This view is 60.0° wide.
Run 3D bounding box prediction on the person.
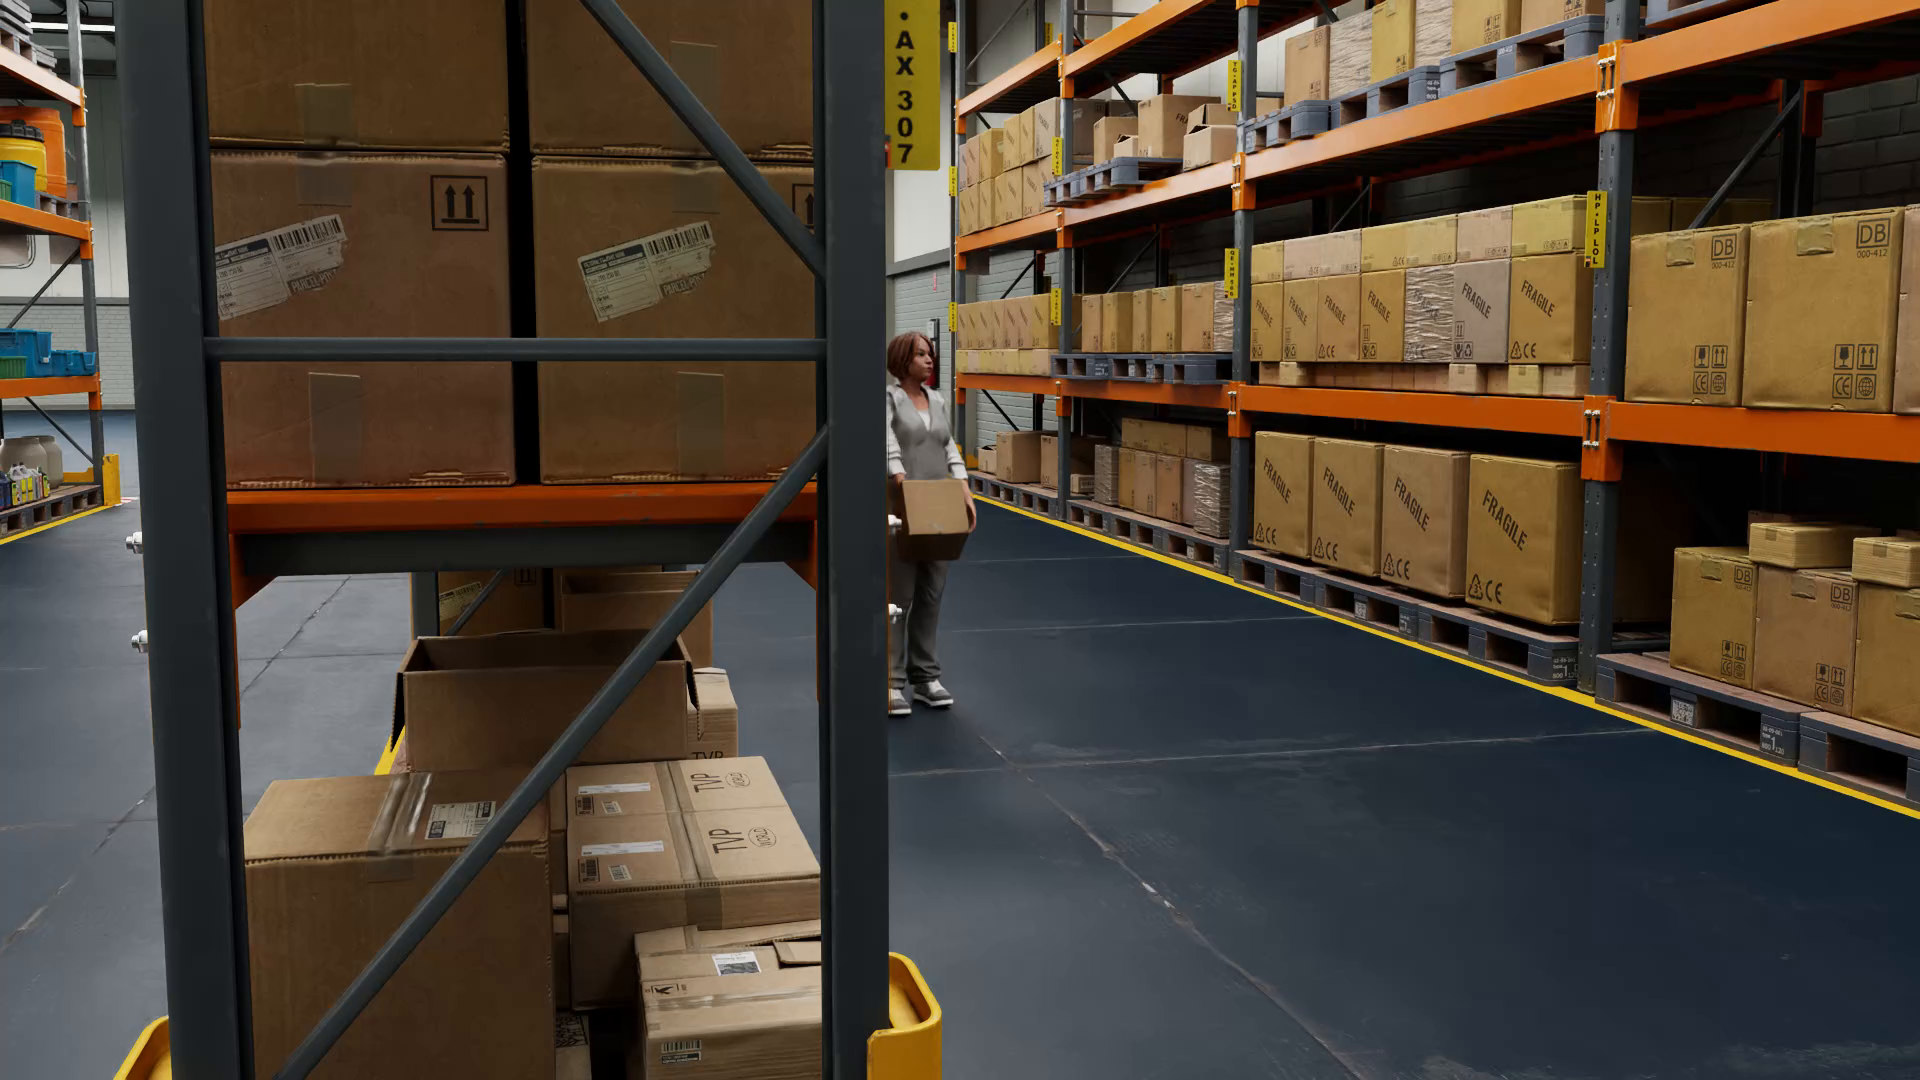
[{"bbox_3d":[-0.176,-0.084,7.073,0.480,1.601,0.437,-5,8,-39],"label":"person"}]
